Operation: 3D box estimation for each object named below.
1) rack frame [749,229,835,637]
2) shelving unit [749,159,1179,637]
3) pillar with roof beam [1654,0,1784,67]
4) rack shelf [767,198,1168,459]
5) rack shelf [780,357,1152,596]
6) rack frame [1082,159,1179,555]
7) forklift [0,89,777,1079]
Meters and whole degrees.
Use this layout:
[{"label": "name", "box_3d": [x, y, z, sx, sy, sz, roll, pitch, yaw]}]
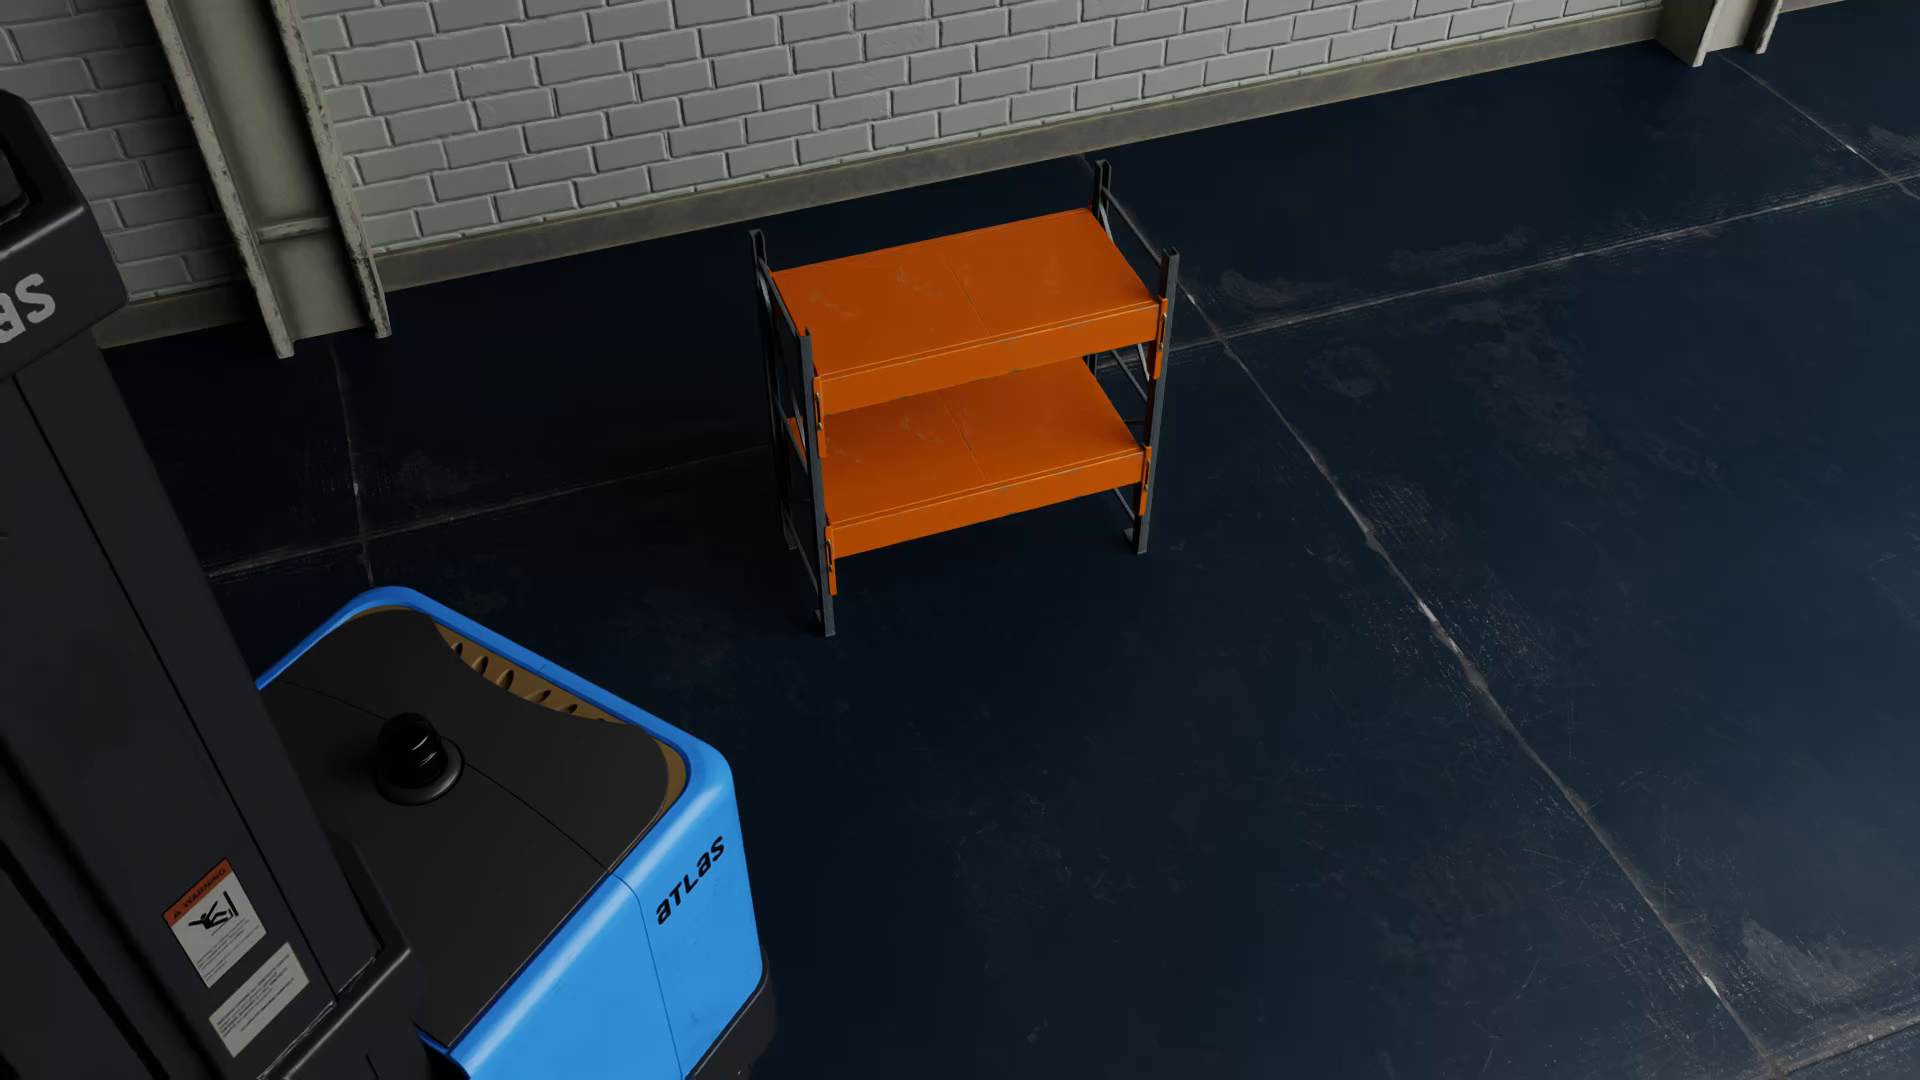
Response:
[{"label": "rack frame", "box_3d": [-0.472, -0.276, 4.731, 0.032, 1.125, 0.500, -14, 47, -14]}, {"label": "shelving unit", "box_3d": [0.006, -0.399, 4.853, 1.048, 1.125, 0.538, -14, 47, -14]}, {"label": "pillar with roof beam", "box_3d": [4.822, -2.542, 1.430, 0.400, 9.000, 9.100, -14, 47, -14]}, {"label": "rack shelf", "box_3d": [0.006, -0.605, 4.646, 1.000, 0.278, 0.538, -14, 47, -14]}, {"label": "rack shelf", "box_3d": [0.006, -0.226, 5.026, 1.000, 0.278, 0.538, -14, 47, -14]}, {"label": "rack frame", "box_3d": [0.485, -0.521, 4.975, 0.032, 1.125, 0.500, -14, 47, -14]}, {"label": "forklift", "box_3d": [-1.641, 0.868, 2.316, 1.130, 2.935, 3.031, 24, 50, 22]}]
